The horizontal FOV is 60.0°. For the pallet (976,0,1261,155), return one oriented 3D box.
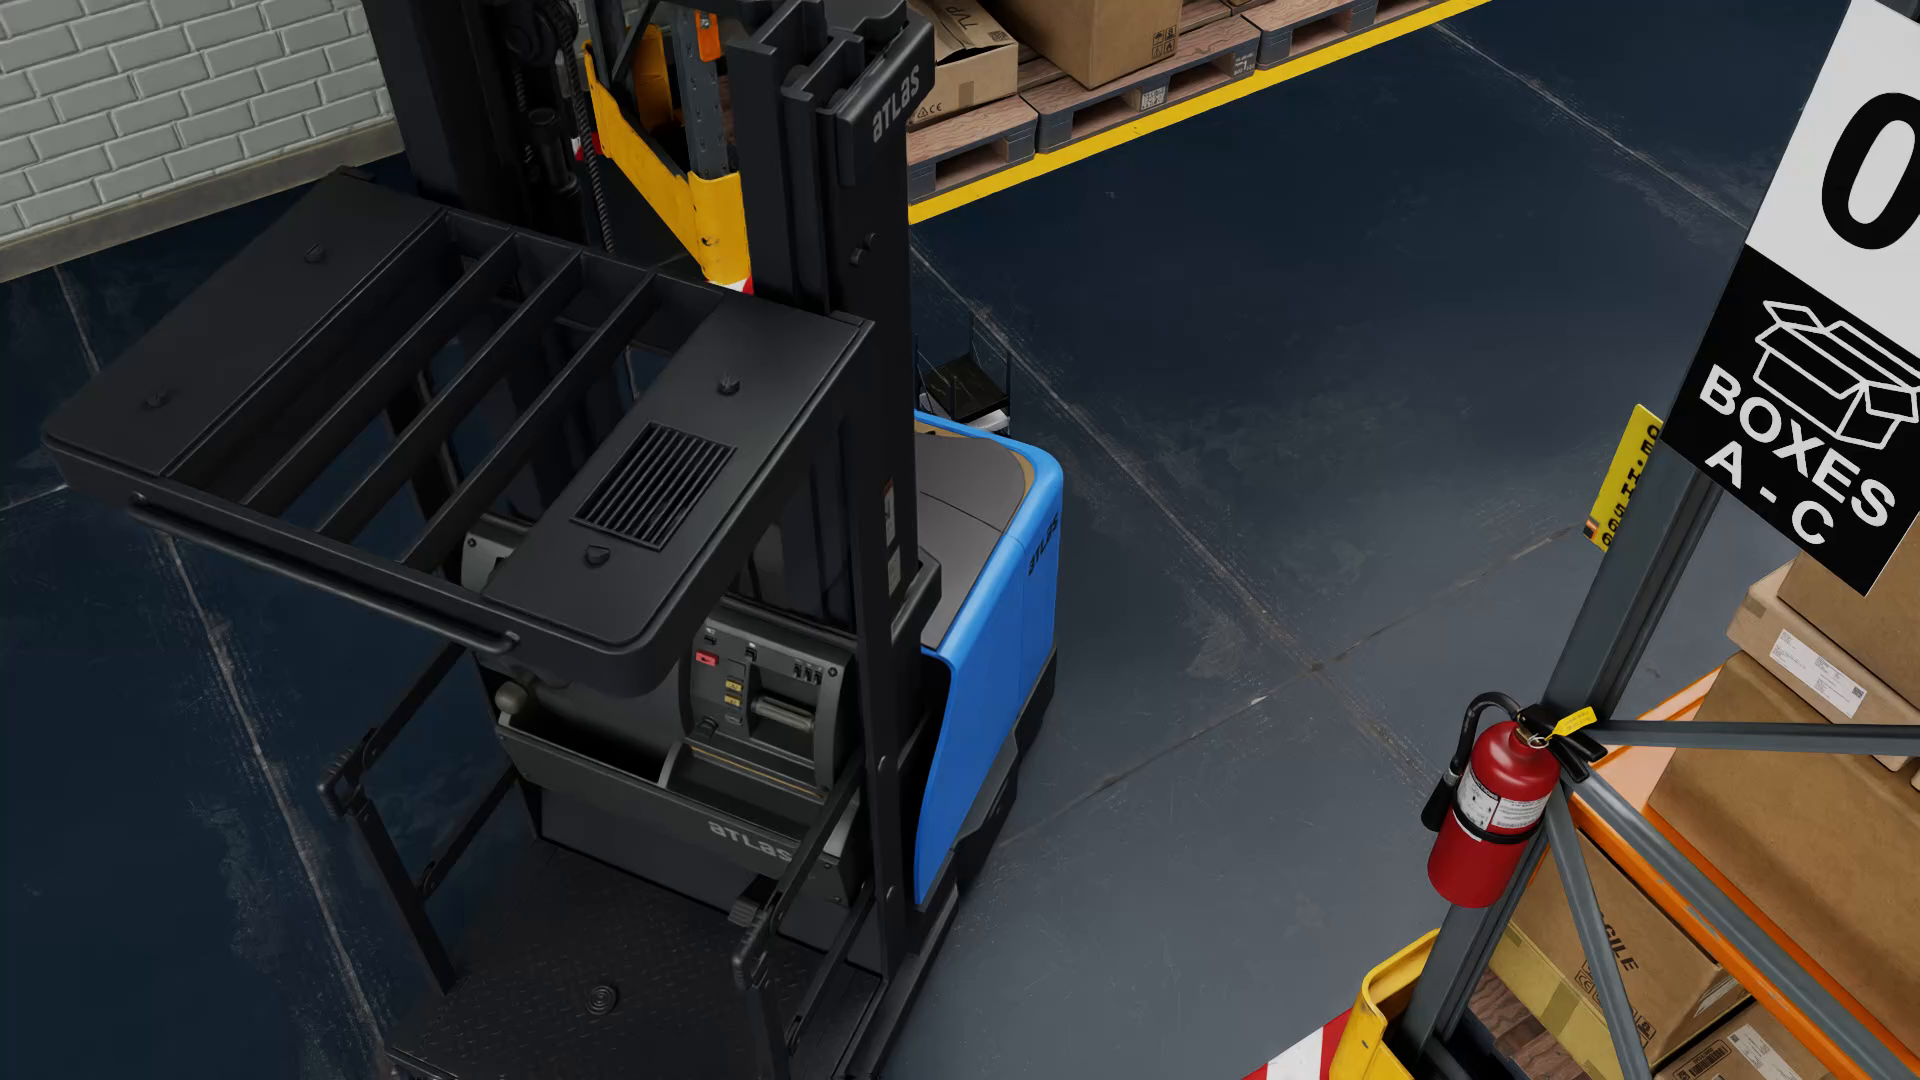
[{"bbox_3d":[0.597,-2.293,7.650,1.213,0.211,1.003,-25,53,-21],"label":"pallet"}]

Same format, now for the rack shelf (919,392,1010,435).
[{"bbox_3d":[0.007,-0.400,5.307,0.200,0.077,0.258,-25,53,-21],"label":"rack shelf"}]

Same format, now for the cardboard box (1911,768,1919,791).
[{"bbox_3d":[1.889,0.453,2.837,0.250,0.149,0.380,-26,53,-21],"label":"cardboard box"}]

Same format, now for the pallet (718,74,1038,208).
[{"bbox_3d":[-0.433,-1.810,7.220,1.213,0.211,1.003,-25,53,-21],"label":"pallet"}]

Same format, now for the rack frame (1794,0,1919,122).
[{"bbox_3d":[1.443,-1.273,0.858,0.127,3.000,1.000,-25,53,-21],"label":"rack frame"}]

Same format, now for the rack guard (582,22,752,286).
[{"bbox_3d":[-1.139,-1.604,6.844,0.348,0.500,1.175,-25,53,-21],"label":"rack guard"}]

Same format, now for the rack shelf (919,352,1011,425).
[{"bbox_3d":[0.007,-0.460,5.240,0.200,0.077,0.258,-25,53,-21],"label":"rack shelf"}]

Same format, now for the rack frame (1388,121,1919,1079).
[{"bbox_3d":[1.443,0.722,3.098,0.127,3.000,1.000,-25,53,-21],"label":"rack frame"}]

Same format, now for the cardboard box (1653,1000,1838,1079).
[{"bbox_3d":[2.015,1.424,4.034,0.500,0.250,0.500,-25,53,-21],"label":"cardboard box"}]

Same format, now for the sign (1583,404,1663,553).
[{"bbox_3d":[1.165,-0.090,2.888,0.005,0.325,0.100,-25,53,-21],"label":"sign"}]

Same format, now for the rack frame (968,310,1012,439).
[{"bbox_3d":[0.093,-0.343,5.453,0.006,0.900,0.240,-25,53,-21],"label":"rack frame"}]

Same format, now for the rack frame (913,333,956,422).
[{"bbox_3d":[-0.079,-0.262,5.381,0.006,0.900,0.240,-25,53,-21],"label":"rack frame"}]

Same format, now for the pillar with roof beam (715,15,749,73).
[{"bbox_3d":[1.224,-2.507,1.957,0.400,9.000,9.100,-25,53,-21],"label":"pillar with roof beam"}]

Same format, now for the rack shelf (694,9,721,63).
[{"bbox_3d":[0.488,-2.963,6.862,4.000,0.370,1.077,-25,53,-21],"label":"rack shelf"}]

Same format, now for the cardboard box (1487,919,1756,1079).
[{"bbox_3d":[1.739,1.096,4.325,0.500,0.250,0.500,-25,53,-21],"label":"cardboard box"}]

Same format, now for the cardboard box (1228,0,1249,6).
[{"bbox_3d":[1.323,-2.875,7.681,0.500,0.500,0.500,-29,54,-23],"label":"cardboard box"}]

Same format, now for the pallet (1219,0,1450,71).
[{"bbox_3d":[1.630,-2.782,8.086,1.213,0.211,1.003,-25,53,-21],"label":"pallet"}]

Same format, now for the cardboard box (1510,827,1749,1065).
[{"bbox_3d":[1.737,0.846,4.046,0.500,0.500,0.500,-25,53,-21],"label":"cardboard box"}]

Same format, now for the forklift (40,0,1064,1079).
[{"bbox_3d":[-0.757,0.370,3.457,1.130,2.935,3.031,18,51,15],"label":"forklift"}]

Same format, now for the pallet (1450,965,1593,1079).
[{"bbox_3d":[2.067,1.318,4.435,1.213,0.211,1.003,-25,53,-21],"label":"pallet"}]

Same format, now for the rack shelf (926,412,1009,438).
[{"bbox_3d":[0.007,-0.340,5.375,0.200,0.077,0.258,-25,53,-21],"label":"rack shelf"}]

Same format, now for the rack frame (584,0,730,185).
[{"bbox_3d":[-1.204,-2.405,5.883,0.127,3.000,1.000,-25,53,-21],"label":"rack frame"}]

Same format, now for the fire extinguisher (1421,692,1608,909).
[{"bbox_3d":[1.095,0.501,3.347,0.183,0.674,0.296,-25,53,-21],"label":"fire extinguisher"}]

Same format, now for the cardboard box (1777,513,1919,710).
[{"bbox_3d":[1.889,0.058,2.754,0.500,0.500,0.700,-25,53,-21],"label":"cardboard box"}]

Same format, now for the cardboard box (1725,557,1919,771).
[{"bbox_3d":[1.664,0.200,3.062,0.250,0.149,0.380,-26,53,-21],"label":"cardboard box"}]

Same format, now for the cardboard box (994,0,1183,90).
[{"bbox_3d":[0.559,-2.427,7.282,0.500,0.500,0.700,-28,54,-23],"label":"cardboard box"}]

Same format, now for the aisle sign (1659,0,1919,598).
[{"bbox_3d":[1.230,-0.302,2.269,0.004,0.787,0.394,-25,53,-21],"label":"aisle sign"}]

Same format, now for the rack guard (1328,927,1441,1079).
[{"bbox_3d":[1.422,1.563,4.023,0.348,0.500,1.175,-25,53,-21],"label":"rack guard"}]

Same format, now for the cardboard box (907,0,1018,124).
[{"bbox_3d":[-0.088,-2.103,7.120,0.500,0.311,0.500,-21,52,-18],"label":"cardboard box"}]

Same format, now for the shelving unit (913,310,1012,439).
[{"bbox_3d":[0.007,-0.303,5.417,0.210,0.900,0.258,-25,53,-21],"label":"shelving unit"}]

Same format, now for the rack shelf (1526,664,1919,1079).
[{"bbox_3d":[3.134,0.164,4.077,4.000,0.370,1.077,-25,53,-21],"label":"rack shelf"}]

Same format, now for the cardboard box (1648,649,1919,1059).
[{"bbox_3d":[1.844,0.511,3.220,0.500,0.500,0.700,-25,53,-21],"label":"cardboard box"}]
